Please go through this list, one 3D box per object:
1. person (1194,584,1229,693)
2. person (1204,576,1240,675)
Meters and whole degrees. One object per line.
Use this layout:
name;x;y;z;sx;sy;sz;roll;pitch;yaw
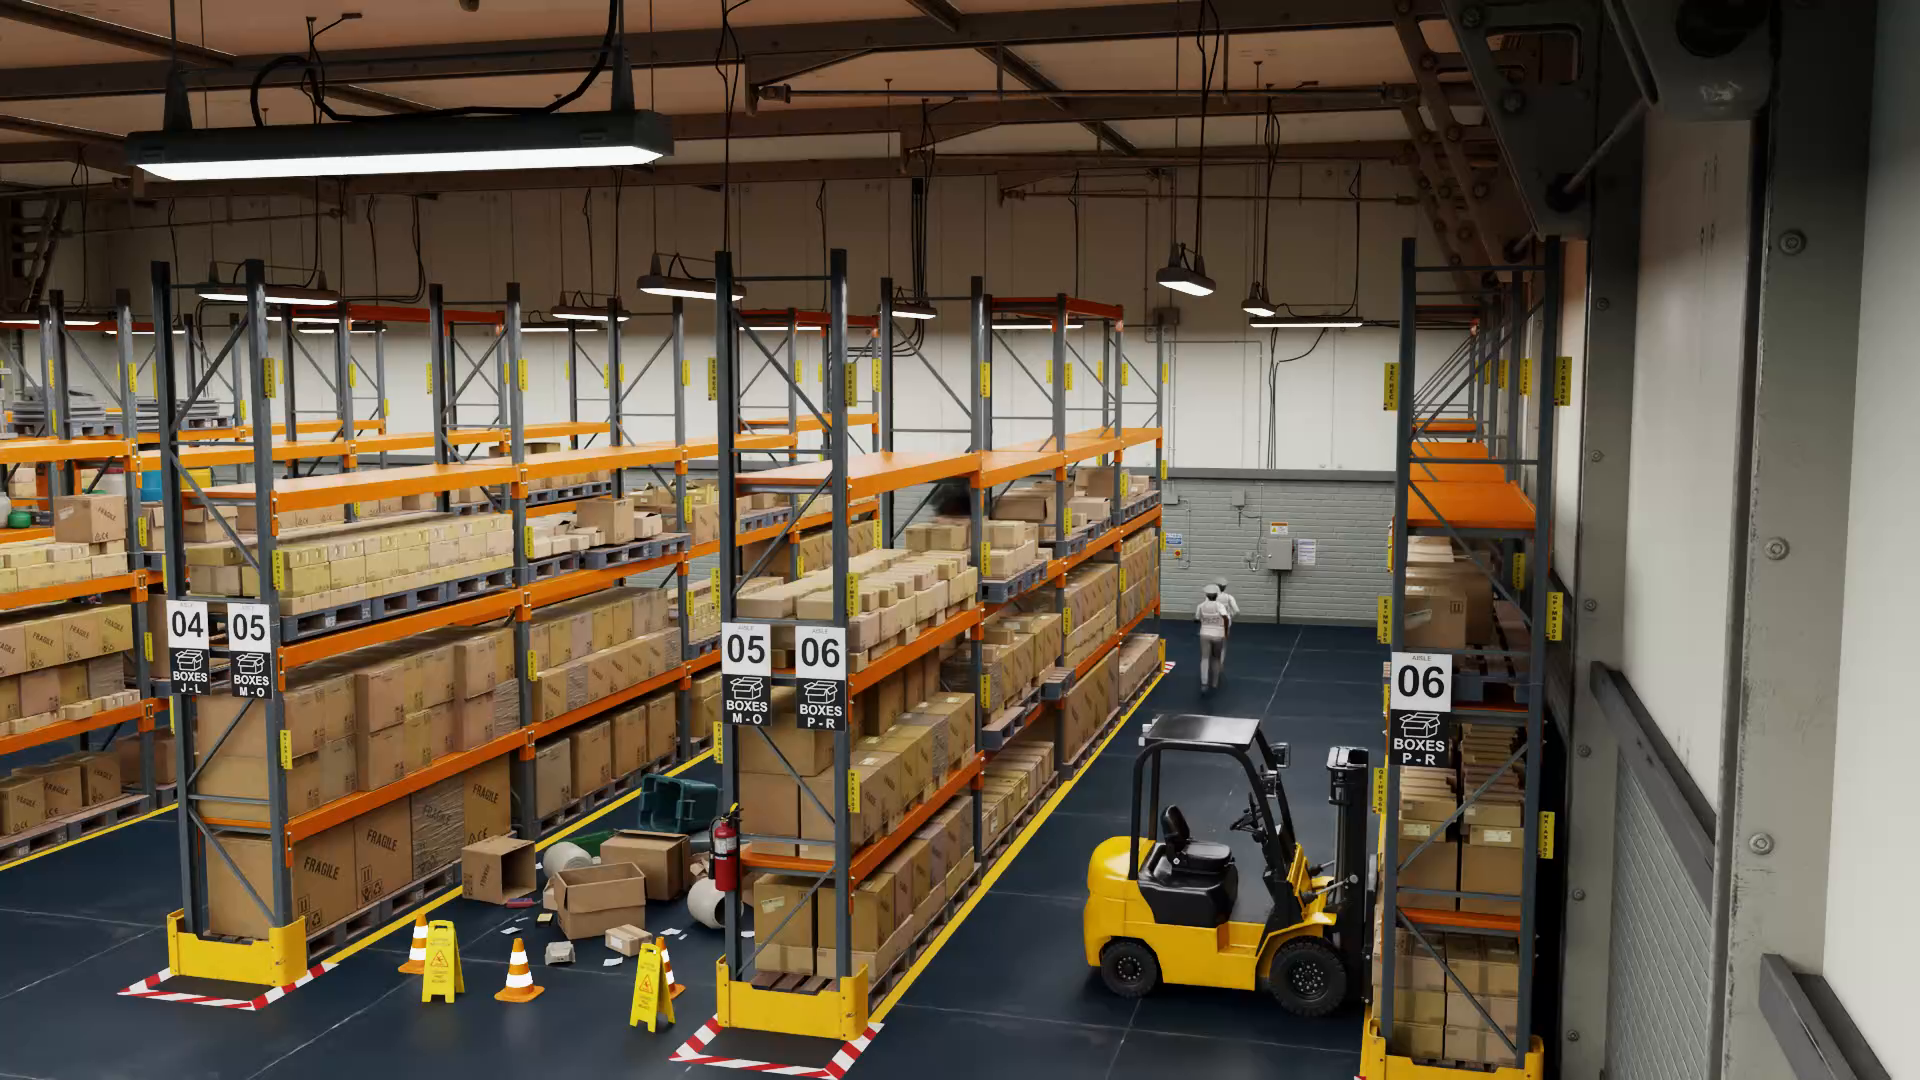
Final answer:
person;3.929;1.551;26.023;0.567;1.692;0.933;1;6;13
person;4.278;1.451;27.460;0.658;1.685;0.704;1;6;7
